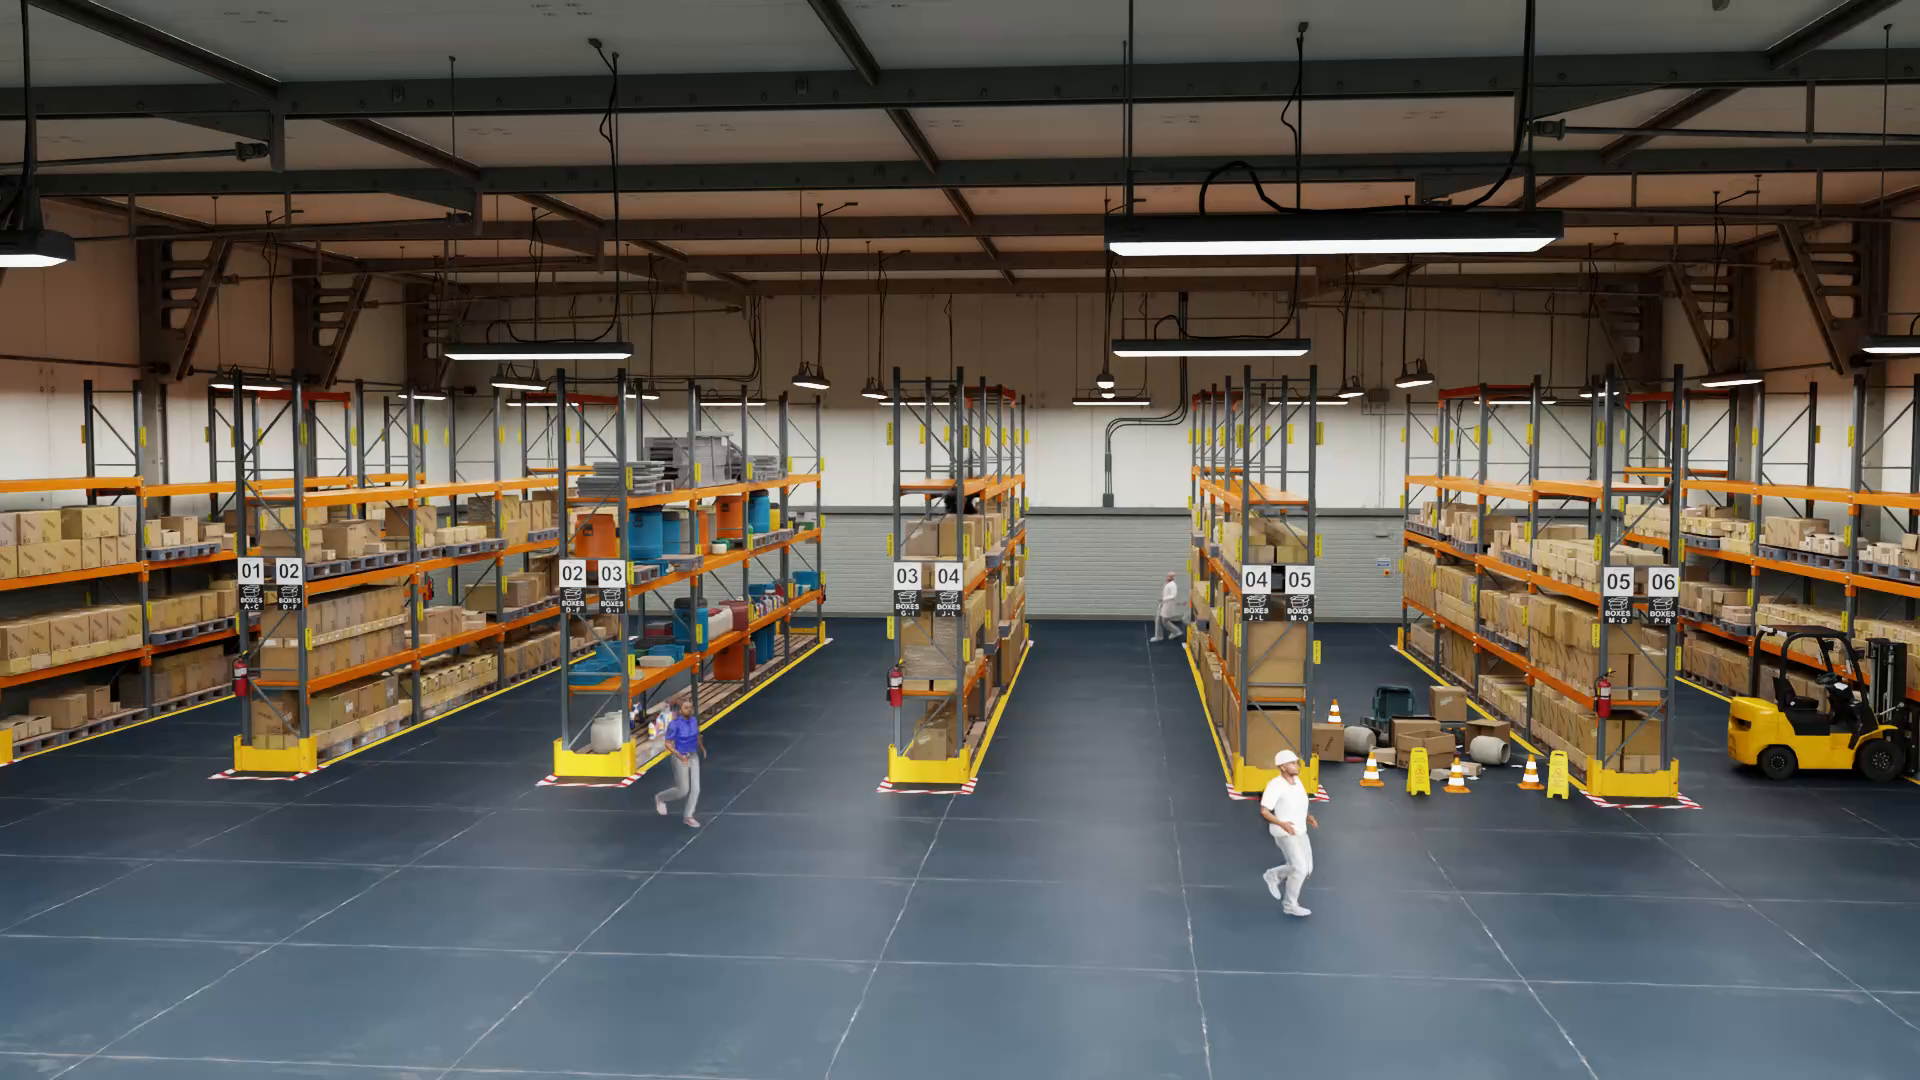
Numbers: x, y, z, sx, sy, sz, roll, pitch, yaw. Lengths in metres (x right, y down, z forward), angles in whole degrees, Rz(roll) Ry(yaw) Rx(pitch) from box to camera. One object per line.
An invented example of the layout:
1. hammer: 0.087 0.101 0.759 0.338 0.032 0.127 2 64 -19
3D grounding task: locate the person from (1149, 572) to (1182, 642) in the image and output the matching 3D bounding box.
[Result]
1. person: 5.068 1.631 40.458 0.818 1.739 0.736 -1 4 -10

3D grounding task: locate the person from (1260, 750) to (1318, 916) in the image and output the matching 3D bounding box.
1. person: 3.417 3.057 17.459 0.625 1.719 0.700 3 5 42

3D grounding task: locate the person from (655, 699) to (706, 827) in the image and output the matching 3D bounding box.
1. person: -3.592 2.867 21.536 0.671 1.639 0.582 3 5 40

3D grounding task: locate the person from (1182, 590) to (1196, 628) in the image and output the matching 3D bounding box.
1. person: 5.708 1.669 40.608 0.604 1.606 0.617 0 4 -7
